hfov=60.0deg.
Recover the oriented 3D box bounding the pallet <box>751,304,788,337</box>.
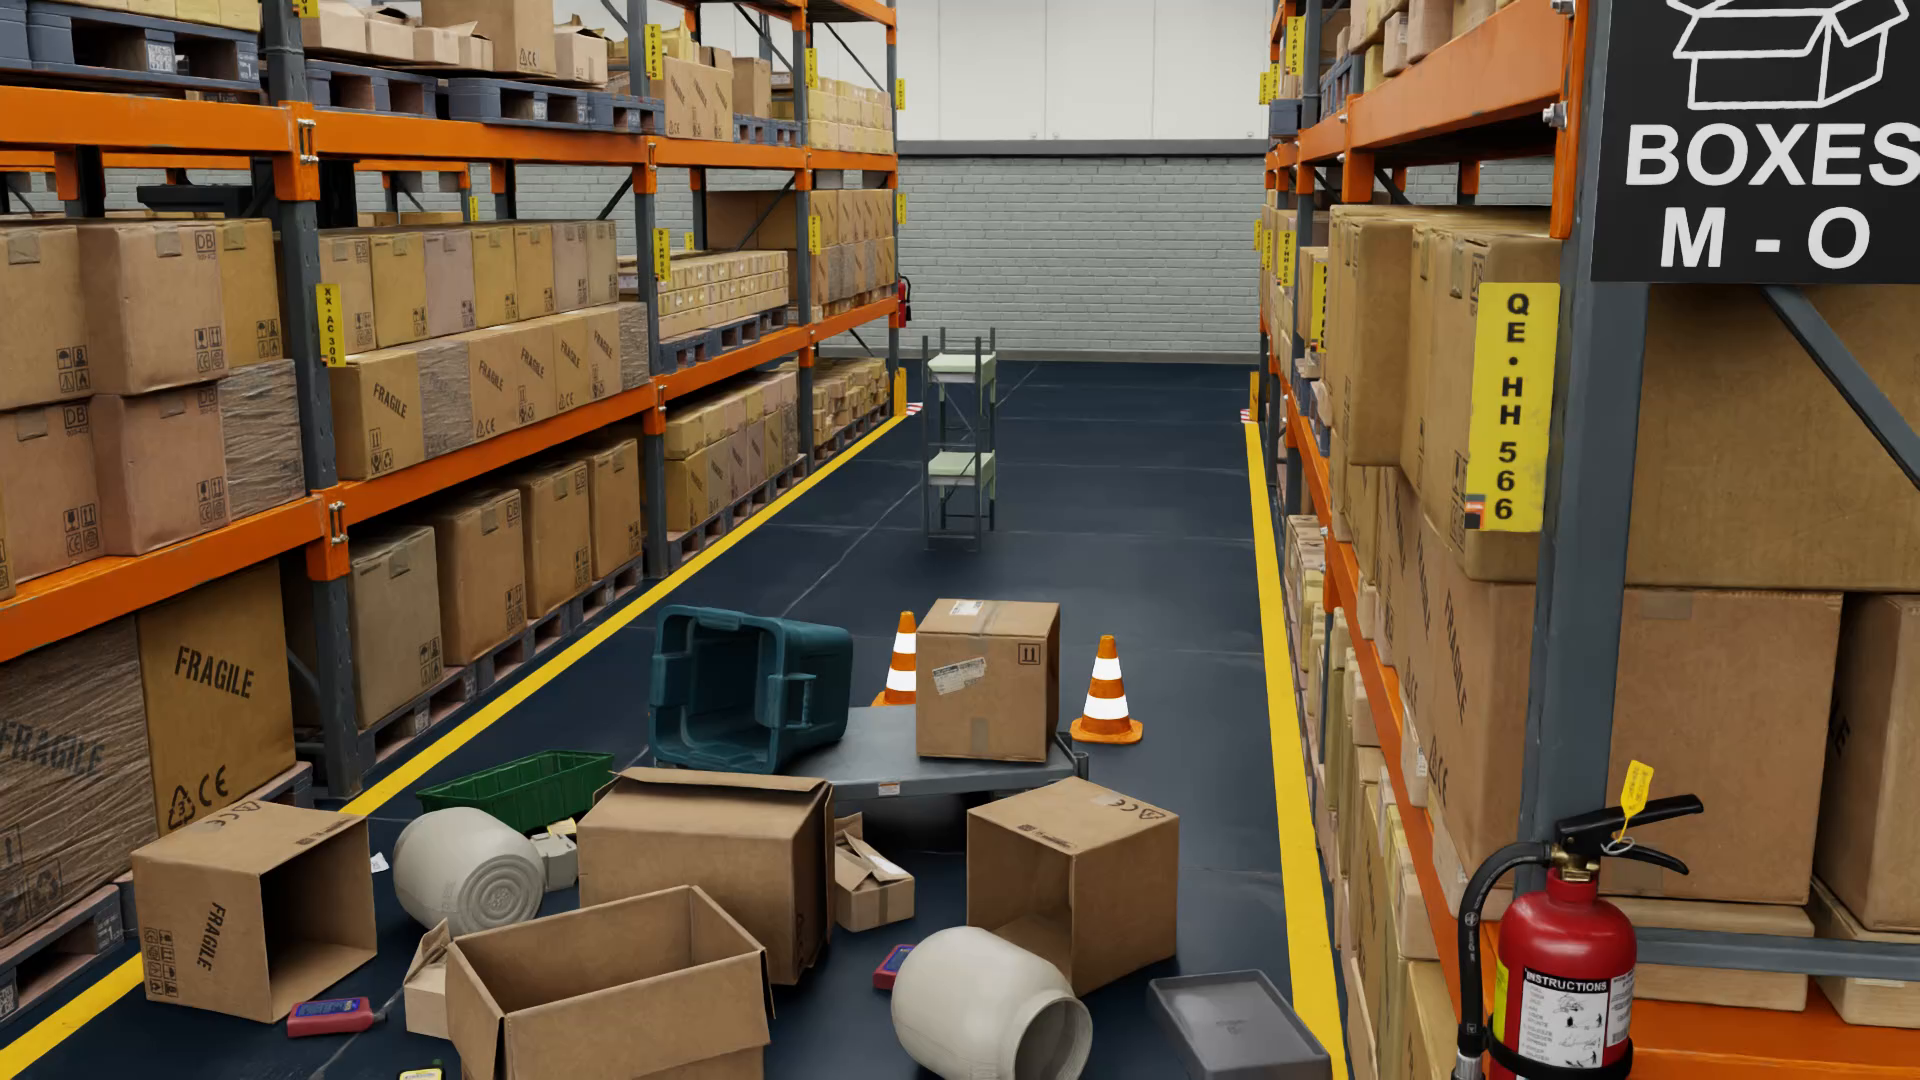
[{"bbox_3d":[-2.058,-1.818,13.764,1.003,0.211,1.213,2,12,9],"label":"pallet"}]

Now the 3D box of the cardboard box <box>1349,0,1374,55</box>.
[{"bbox_3d":[1.541,-1.717,5.370,0.500,0.250,0.500,2,12,7],"label":"cardboard box"}]

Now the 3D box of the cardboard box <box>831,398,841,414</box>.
[{"bbox_3d":[-1.363,-1.308,16.008,0.380,0.149,0.250,2,12,11],"label":"cardboard box"}]

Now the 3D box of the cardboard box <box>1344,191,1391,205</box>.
[{"bbox_3d":[3.415,-2.839,13.895,0.380,0.149,0.250,2,12,8],"label":"cardboard box"}]

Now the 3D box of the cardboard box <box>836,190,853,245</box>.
[{"bbox_3d":[-1.314,-3.047,15.697,0.500,0.500,0.500,2,12,10],"label":"cardboard box"}]

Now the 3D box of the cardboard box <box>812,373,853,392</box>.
[{"bbox_3d":[-1.274,-1.558,16.460,0.380,0.149,0.250,2,12,9],"label":"cardboard box"}]

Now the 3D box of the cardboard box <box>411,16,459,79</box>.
[{"bbox_3d":[-2.897,-2.555,8.589,0.500,0.311,0.500,2,12,8],"label":"cardboard box"}]

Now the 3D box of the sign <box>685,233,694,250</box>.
[{"bbox_3d":[-2.334,-2.505,14.443,0.100,0.325,0.005,2,12,9],"label":"sign"}]

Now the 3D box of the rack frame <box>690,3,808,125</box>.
[{"bbox_3d":[-1.797,-4.999,13.828,1.000,3.000,0.127,2,12,9],"label":"rack frame"}]

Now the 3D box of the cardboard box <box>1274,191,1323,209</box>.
[{"bbox_3d":[2.843,-2.856,13.974,0.380,0.149,0.250,2,12,7],"label":"cardboard box"}]

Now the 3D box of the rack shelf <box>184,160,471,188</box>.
[{"bbox_3d":[-6.375,-3.779,16.995,1.077,0.370,4.000,2,12,9],"label":"rack shelf"}]

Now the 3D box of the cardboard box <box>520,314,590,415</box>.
[{"bbox_3d":[-2.371,-0.972,9.146,0.500,0.500,0.500,2,12,8],"label":"cardboard box"}]

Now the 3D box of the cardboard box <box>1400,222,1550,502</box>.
[{"bbox_3d":[1.212,-0.330,3.089,0.700,0.500,0.500,2,12,9],"label":"cardboard box"}]

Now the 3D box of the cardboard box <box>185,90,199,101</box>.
[{"bbox_3d":[-6.762,-3.847,14.371,0.700,0.500,0.500,2,12,10],"label":"cardboard box"}]

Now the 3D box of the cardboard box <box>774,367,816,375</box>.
[{"bbox_3d":[-1.695,-1.682,17.035,0.380,0.149,0.250,2,12,11],"label":"cardboard box"}]

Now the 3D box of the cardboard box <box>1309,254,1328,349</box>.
[{"bbox_3d":[2.048,-1.188,8.445,0.500,0.500,0.500,2,12,10],"label":"cardboard box"}]

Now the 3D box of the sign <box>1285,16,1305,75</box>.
[{"bbox_3d":[1.947,-2.871,9.662,0.100,0.325,0.005,2,12,9],"label":"sign"}]

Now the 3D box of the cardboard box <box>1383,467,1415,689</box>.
[{"bbox_3d":[1.237,0.047,3.712,0.500,0.500,0.500,2,12,8],"label":"cardboard box"}]

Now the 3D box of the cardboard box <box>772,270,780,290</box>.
[{"bbox_3d":[-1.702,-2.150,13.742,0.380,0.149,0.250,2,12,9],"label":"cardboard box"}]

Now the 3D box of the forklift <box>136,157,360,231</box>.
[{"bbox_3d":[-5.266,-1.571,12.326,3.031,2.935,1.130,2,12,7],"label":"forklift"}]

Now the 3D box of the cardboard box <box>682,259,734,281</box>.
[{"bbox_3d":[-1.907,-2.022,12.443,0.380,0.149,0.250,2,12,8],"label":"cardboard box"}]

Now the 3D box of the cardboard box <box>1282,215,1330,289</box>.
[{"bbox_3d":[2.469,-1.958,11.348,0.500,0.500,0.500,2,12,9],"label":"cardboard box"}]

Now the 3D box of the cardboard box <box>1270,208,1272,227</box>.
[{"bbox_3d":[2.996,-2.677,14.683,0.500,0.500,0.500,2,12,8],"label":"cardboard box"}]

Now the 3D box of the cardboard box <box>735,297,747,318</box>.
[{"bbox_3d":[-1.860,-1.788,12.770,0.380,0.149,0.250,2,12,11],"label":"cardboard box"}]

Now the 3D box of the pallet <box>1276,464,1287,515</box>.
[{"bbox_3d":[3.066,-0.400,13.350,1.003,0.211,1.213,2,12,9],"label":"pallet"}]

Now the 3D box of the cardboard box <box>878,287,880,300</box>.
[{"bbox_3d":[-1.052,-2.596,17.513,0.380,0.149,0.250,2,12,8],"label":"cardboard box"}]

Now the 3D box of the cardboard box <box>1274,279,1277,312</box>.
[{"bbox_3d":[2.607,-1.802,12.402,0.500,0.250,0.500,2,12,9],"label":"cardboard box"}]

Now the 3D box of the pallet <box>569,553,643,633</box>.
[{"bbox_3d":[-2.608,0.292,10.140,1.003,0.211,1.213,2,12,9],"label":"pallet"}]

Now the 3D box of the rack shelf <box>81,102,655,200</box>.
[{"bbox_3d":[-2.720,-1.932,8.424,1.077,0.370,4.000,2,12,9],"label":"rack shelf"}]

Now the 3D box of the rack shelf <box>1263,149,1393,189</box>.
[{"bbox_3d":[3.417,-3.458,15.505,1.077,0.370,4.000,2,12,9],"label":"rack shelf"}]

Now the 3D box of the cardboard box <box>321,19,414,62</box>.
[{"bbox_3d":[-2.623,-2.206,7.352,0.250,0.149,0.380,2,12,9],"label":"cardboard box"}]

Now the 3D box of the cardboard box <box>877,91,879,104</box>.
[{"bbox_3d":[-1.056,-4.603,17.337,0.380,0.149,0.250,2,12,9],"label":"cardboard box"}]

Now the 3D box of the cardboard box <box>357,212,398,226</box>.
[{"bbox_3d":[-6.485,-3.324,18.166,0.500,0.500,0.500,2,12,7],"label":"cardboard box"}]

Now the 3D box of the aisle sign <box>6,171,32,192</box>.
[{"bbox_3d":[-11.244,-4.536,19.752,0.394,0.787,0.004,2,12,9],"label":"aisle sign"}]

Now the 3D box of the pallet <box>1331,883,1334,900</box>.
[{"bbox_3d":[1.811,1.243,5.725,1.003,0.211,1.213,2,12,9],"label":"pallet"}]

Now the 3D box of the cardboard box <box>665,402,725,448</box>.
[{"bbox_3d":[-1.989,-0.824,11.856,0.500,0.250,0.500,2,12,8],"label":"cardboard box"}]

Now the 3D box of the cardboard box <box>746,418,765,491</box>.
[{"bbox_3d":[-1.824,-0.674,12.936,0.500,0.500,0.500,2,12,7],"label":"cardboard box"}]

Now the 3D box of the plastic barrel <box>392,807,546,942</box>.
[{"bbox_3d":[-1.686,1.145,5.677,0.421,0.421,0.512,-10,16,-40],"label":"plastic barrel"}]

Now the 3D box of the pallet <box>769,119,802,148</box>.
[{"bbox_3d":[-1.997,-3.315,13.583,1.213,0.211,1.003,2,12,9],"label":"pallet"}]

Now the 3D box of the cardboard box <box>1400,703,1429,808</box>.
[{"bbox_3d":[1.110,0.446,3.401,0.380,0.149,0.250,2,12,10],"label":"cardboard box"}]

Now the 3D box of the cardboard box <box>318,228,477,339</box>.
[{"bbox_3d":[-2.802,-1.254,8.082,0.700,0.500,0.500,2,12,9],"label":"cardboard box"}]

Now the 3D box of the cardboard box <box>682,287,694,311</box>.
[{"bbox_3d":[-2.062,-1.667,11.504,0.380,0.149,0.250,1,12,7],"label":"cardboard box"}]

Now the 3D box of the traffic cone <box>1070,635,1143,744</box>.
[{"bbox_3d":[0.687,0.675,7.761,0.336,0.463,0.334,2,12,9],"label":"traffic cone"}]

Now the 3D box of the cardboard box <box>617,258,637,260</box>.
[{"bbox_3d":[-2.548,-2.047,12.558,0.380,0.149,0.250,2,12,10],"label":"cardboard box"}]

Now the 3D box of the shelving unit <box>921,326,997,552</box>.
[{"bbox_3d":[-0.001,-0.732,11.829,0.431,1.500,0.755,2,12,9],"label":"shelving unit"}]

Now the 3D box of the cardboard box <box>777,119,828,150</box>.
[{"bbox_3d":[-1.465,-3.547,14.567,0.500,0.250,0.500,3,12,12],"label":"cardboard box"}]

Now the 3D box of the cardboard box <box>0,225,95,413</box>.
[{"bbox_3d":[-3.307,-0.700,5.202,0.875,0.550,0.550,2,12,9],"label":"cardboard box"}]

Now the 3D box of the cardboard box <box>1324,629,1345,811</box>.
[{"bbox_3d":[1.522,0.625,5.723,0.500,0.500,0.500,2,12,11],"label":"cardboard box"}]

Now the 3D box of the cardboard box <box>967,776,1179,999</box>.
[{"bbox_3d":[0.370,1.138,5.518,0.500,0.500,0.500,-10,16,-40],"label":"cardboard box"}]

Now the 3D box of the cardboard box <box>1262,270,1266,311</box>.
[{"bbox_3d":[3.221,-2.506,16.264,0.500,0.500,0.500,2,12,8],"label":"cardboard box"}]

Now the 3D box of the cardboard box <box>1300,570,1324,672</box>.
[{"bbox_3d":[2.170,0.414,8.192,0.950,0.372,0.625,2,12,11],"label":"cardboard box"}]

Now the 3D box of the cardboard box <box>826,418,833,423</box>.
[{"bbox_3d":[-1.396,-1.052,15.524,0.380,0.149,0.250,2,12,8],"label":"cardboard box"}]

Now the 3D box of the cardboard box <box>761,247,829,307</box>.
[{"bbox_3d":[-1.472,-2.355,14.858,0.500,0.500,0.500,2,12,8],"label":"cardboard box"}]

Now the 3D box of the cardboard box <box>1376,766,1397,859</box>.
[{"bbox_3d":[1.204,0.666,3.994,0.380,0.149,0.250,2,12,11],"label":"cardboard box"}]

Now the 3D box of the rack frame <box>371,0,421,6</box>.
[{"bbox_3d":[-6.067,-6.013,18.535,1.000,3.000,0.127,2,12,9],"label":"rack frame"}]

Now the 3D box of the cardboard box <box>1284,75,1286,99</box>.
[{"bbox_3d":[2.483,-3.164,11.755,0.396,0.266,0.258,3,13,13],"label":"cardboard box"}]

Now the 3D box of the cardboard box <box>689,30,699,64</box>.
[{"bbox_3d":[-1.998,-3.360,11.288,0.396,0.266,0.258,2,12,9],"label":"cardboard box"}]
